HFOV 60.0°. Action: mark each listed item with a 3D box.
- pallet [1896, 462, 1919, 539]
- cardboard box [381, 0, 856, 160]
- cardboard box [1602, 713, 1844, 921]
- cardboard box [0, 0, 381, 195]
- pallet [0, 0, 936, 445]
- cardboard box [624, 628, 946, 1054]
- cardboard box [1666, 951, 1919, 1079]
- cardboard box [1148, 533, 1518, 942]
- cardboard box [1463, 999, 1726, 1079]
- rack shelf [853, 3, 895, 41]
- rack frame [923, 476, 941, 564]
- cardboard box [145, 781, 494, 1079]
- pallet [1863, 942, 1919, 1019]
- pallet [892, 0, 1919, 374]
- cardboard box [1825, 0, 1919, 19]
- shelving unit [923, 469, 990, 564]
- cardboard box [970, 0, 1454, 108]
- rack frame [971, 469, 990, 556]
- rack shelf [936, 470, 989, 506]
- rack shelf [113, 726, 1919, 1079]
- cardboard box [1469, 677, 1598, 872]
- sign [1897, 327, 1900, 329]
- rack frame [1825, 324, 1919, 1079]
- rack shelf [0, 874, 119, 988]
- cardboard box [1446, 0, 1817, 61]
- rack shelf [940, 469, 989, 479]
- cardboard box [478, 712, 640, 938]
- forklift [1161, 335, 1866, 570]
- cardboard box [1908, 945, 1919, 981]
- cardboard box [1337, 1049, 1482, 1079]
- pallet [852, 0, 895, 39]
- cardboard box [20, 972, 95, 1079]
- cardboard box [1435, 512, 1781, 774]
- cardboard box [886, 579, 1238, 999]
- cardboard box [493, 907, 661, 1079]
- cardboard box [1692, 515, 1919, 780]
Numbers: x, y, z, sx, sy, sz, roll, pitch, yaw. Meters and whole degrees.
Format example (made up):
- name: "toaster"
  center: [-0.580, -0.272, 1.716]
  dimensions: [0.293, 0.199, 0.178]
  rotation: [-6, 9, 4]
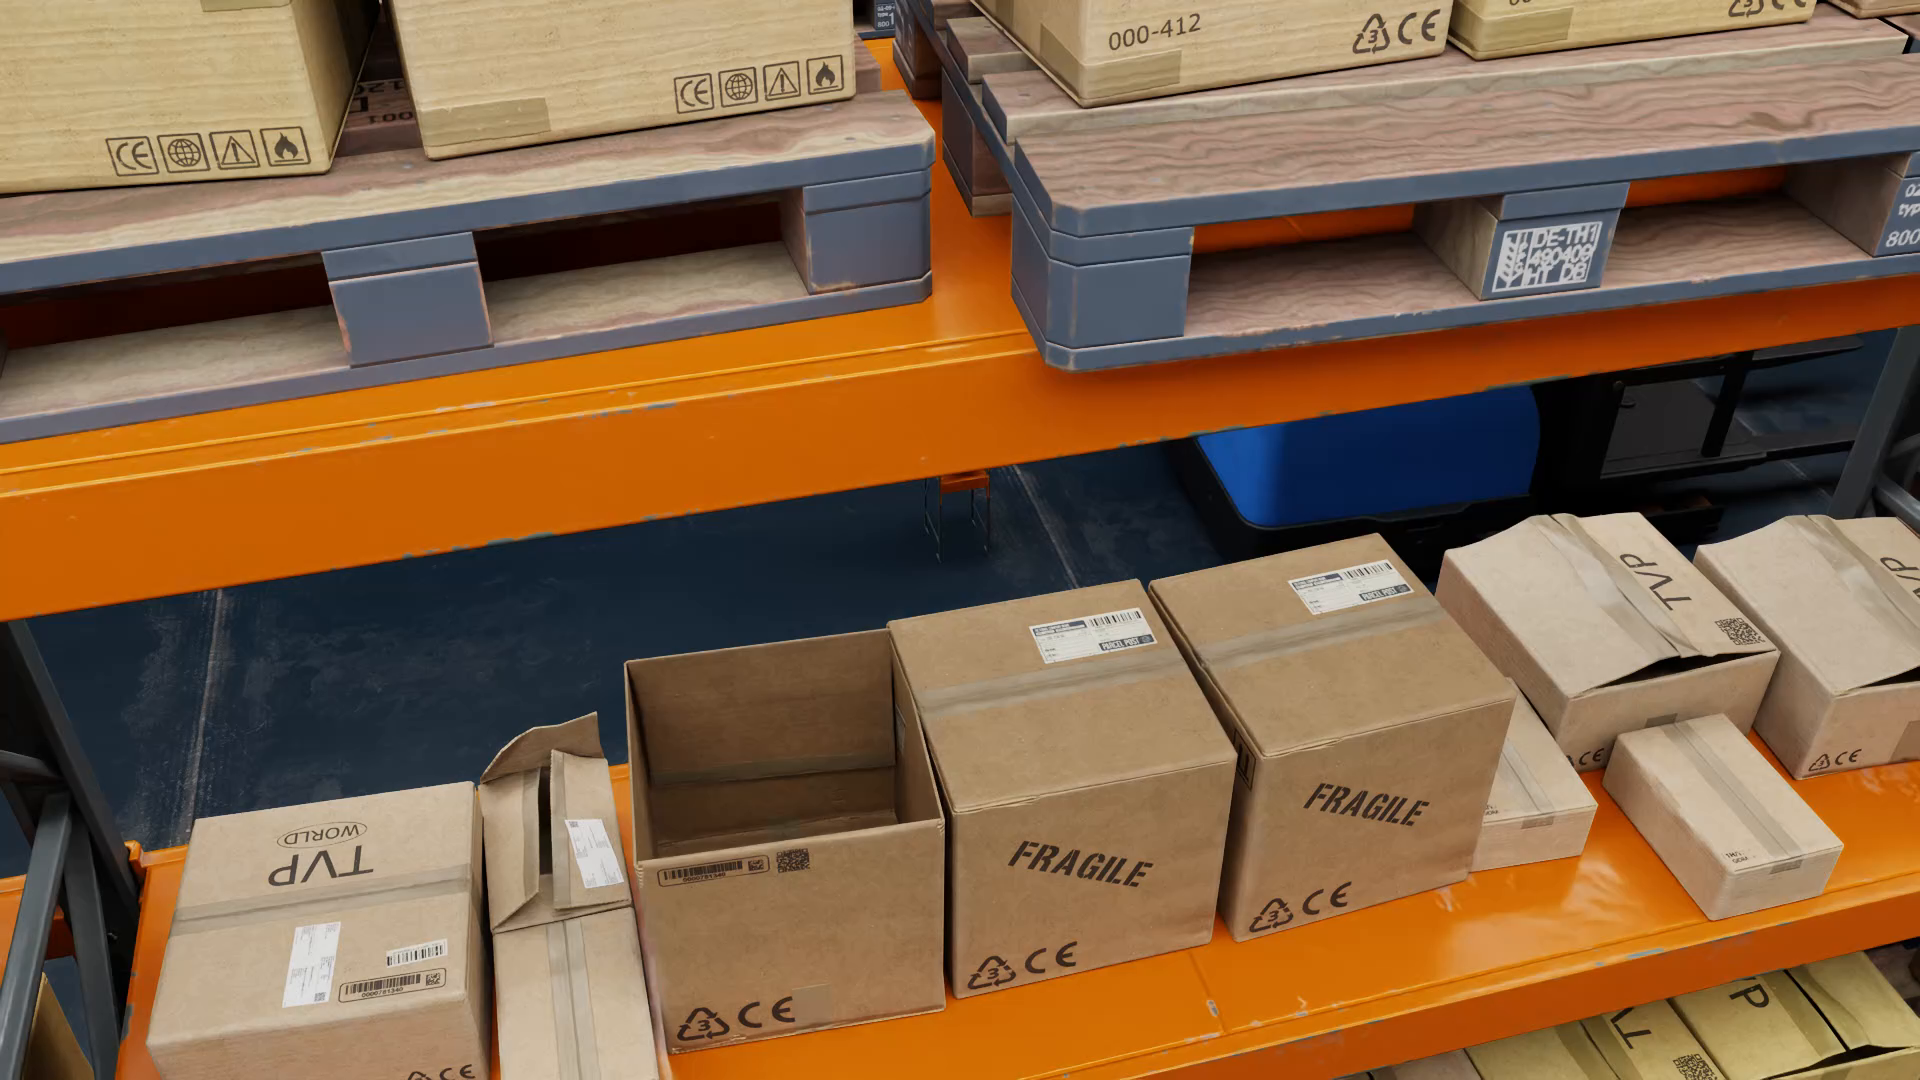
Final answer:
- name: "pallet"
  center: [2.927, 0.062, 3.858]
  dimensions: [1.003, 0.211, 1.213]
  rotation: [-9, 38, -12]
- name: "cardboard box"
  center: [-0.444, -0.711, 2.020]
  dimensions: [0.500, 0.250, 0.500]
  rotation: [-13, 39, -16]
- name: "cardboard box"
  center: [1.495, 0.539, 3.284]
  dimensions: [0.250, 0.149, 0.380]
  rotation: [-9, 38, -12]
- name: "cardboard box"
  center: [-0.973, -0.623, 1.904]
  dimensions: [0.500, 0.250, 0.500]
  rotation: [-6, 38, -7]
- name: "pallet"
  center: [-0.722, -0.495, 2.116]
  dimensions: [1.217, 0.209, 0.805]
  rotation: [-11, 39, -14]
- name: "cardboard box"
  center: [-0.316, 0.533, 3.002]
  dimensions: [0.500, 0.500, 0.500]
  rotation: [-7, 38, -9]
- name: "cardboard box"
  center: [1.850, 1.064, 3.846]
  dimensions: [0.500, 0.311, 0.500]
  rotation: [-8, 38, -11]
- name: "cardboard box"
  center: [0.676, 0.370, 3.215]
  dimensions: [0.500, 0.500, 0.500]
  rotation: [-11, 39, -14]
- name: "cardboard box"
  center: [1.350, 1.151, 3.733]
  dimensions: [0.500, 0.311, 0.500]
  rotation: [-10, 39, -13]
- name: "rack shelf"
  center: [-0.935, -2.168, 7.208]
  dimensions: [4.000, 0.370, 1.077]
  rotation: [-9, 38, -12]
- name: "rack frame"
  center: [-0.102, -0.460, 5.863]
  dimensions: [0.006, 1.200, 0.240]
  rotation: [-9, 38, -12]
- name: "cardboard box"
  center: [-1.107, 0.724, 2.958]
  dimensions: [0.500, 0.250, 0.500]
  rotation: [-7, 38, -9]
- name: "pallet"
  center: [3.022, 1.146, 4.578]
  dimensions: [1.213, 0.211, 1.003]
  rotation: [-9, 38, -12]
- name: "pallet"
  center: [0.580, -0.643, 2.308]
  dimensions: [1.213, 0.211, 1.003]
  rotation: [-8, 38, -10]
- name: "cardboard box"
  center: [1.367, -0.966, 2.353]
  dimensions: [0.500, 0.250, 0.500]
  rotation: [-8, 38, -11]
- name: "shelving unit"
  center: [-0.014, -0.474, 5.882]
  dimensions: [0.189, 1.200, 0.258]
  rotation: [-9, 38, -12]
- name: "cardboard box"
  center: [0.291, -0.797, 2.133]
  dimensions: [0.500, 0.250, 0.500]
  rotation: [-12, 39, -16]
- name: "rack frame"
  center: [0.074, -0.489, 5.901]
  dimensions: [0.006, 1.200, 0.240]
  rotation: [-9, 38, -12]
- name: "rack shelf"
  center: [-0.014, -0.248, 6.055]
  dimensions: [0.180, 0.103, 0.258]
  rotation: [-9, 38, -12]
- name: "rack shelf"
  center: [0.360, 0.737, 3.410]
  dimensions: [4.000, 0.370, 1.077]
  rotation: [-9, 38, -12]
- name: "cardboard box"
  center: [1.075, 0.469, 3.374]
  dimensions: [0.250, 0.149, 0.380]
  rotation: [-7, 38, -9]
- name: "sign"
  center: [2.141, -0.611, 3.692]
  dimensions: [0.005, 0.325, 0.100]
  rotation: [-9, 38, -12]
- name: "rack frame"
  center: [2.291, 0.134, 3.605]
  dimensions: [0.127, 3.000, 1.000]
  rotation: [-9, 38, -12]
- name: "rack shelf"
  center: [-3.501, 1.371, 2.582]
  dimensions: [4.000, 0.370, 1.077]
  rotation: [-9, 38, -12]
- name: "cardboard box"
  center: [0.811, -0.882, 2.243]
  dimensions: [0.500, 0.250, 0.500]
  rotation: [-10, 39, -13]
- name: "rack shelf"
  center: [-0.014, -0.344, 5.982]
  dimensions: [0.180, 0.103, 0.258]
  rotation: [-9, 38, -12]
- name: "cardboard box"
  center: [-0.770, 0.574, 3.141]
  dimensions: [0.258, 0.266, 0.396]
  rotation: [-10, 39, -13]
- name: "forklift"
  center: [2.369, -1.446, 5.728]
  dimensions: [3.031, 2.935, 1.130]
  rotation: [-8, 38, -10]
- name: "cardboard box"
  center: [2.805, 1.048, 4.106]
  dimensions: [0.500, 0.500, 0.500]
  rotation: [-8, 38, -10]
- name: "cardboard box"
  center: [0.862, 1.229, 3.631]
  dimensions: [0.500, 0.311, 0.500]
  rotation: [-10, 38, -12]
- name: "pallet"
  center: [-0.904, -2.357, 7.020]
  dimensions: [1.213, 0.211, 1.003]
  rotation: [-9, 38, -12]
- name: "cardboard box"
  center: [-2.100, 1.285, 3.401]
  dimensions: [0.500, 0.500, 0.500]
  rotation: [-9, 38, -12]
- name: "cardboard box"
  center: [1.377, 0.198, 3.596]
  dimensions: [0.500, 0.311, 0.500]
  rotation: [-10, 38, -12]
- name: "cardboard box"
  center: [0.167, 0.453, 3.106]
  dimensions: [0.500, 0.500, 0.500]
  rotation: [-9, 38, -12]
- name: "cardboard box"
  center: [-0.662, 0.847, 2.880]
  dimensions: [0.250, 0.149, 0.380]
  rotation: [-9, 38, -12]
- name: "cardboard box"
  center: [1.929, 0.202, 3.591]
  dimensions: [0.500, 0.311, 0.500]
  rotation: [-7, 38, -9]
